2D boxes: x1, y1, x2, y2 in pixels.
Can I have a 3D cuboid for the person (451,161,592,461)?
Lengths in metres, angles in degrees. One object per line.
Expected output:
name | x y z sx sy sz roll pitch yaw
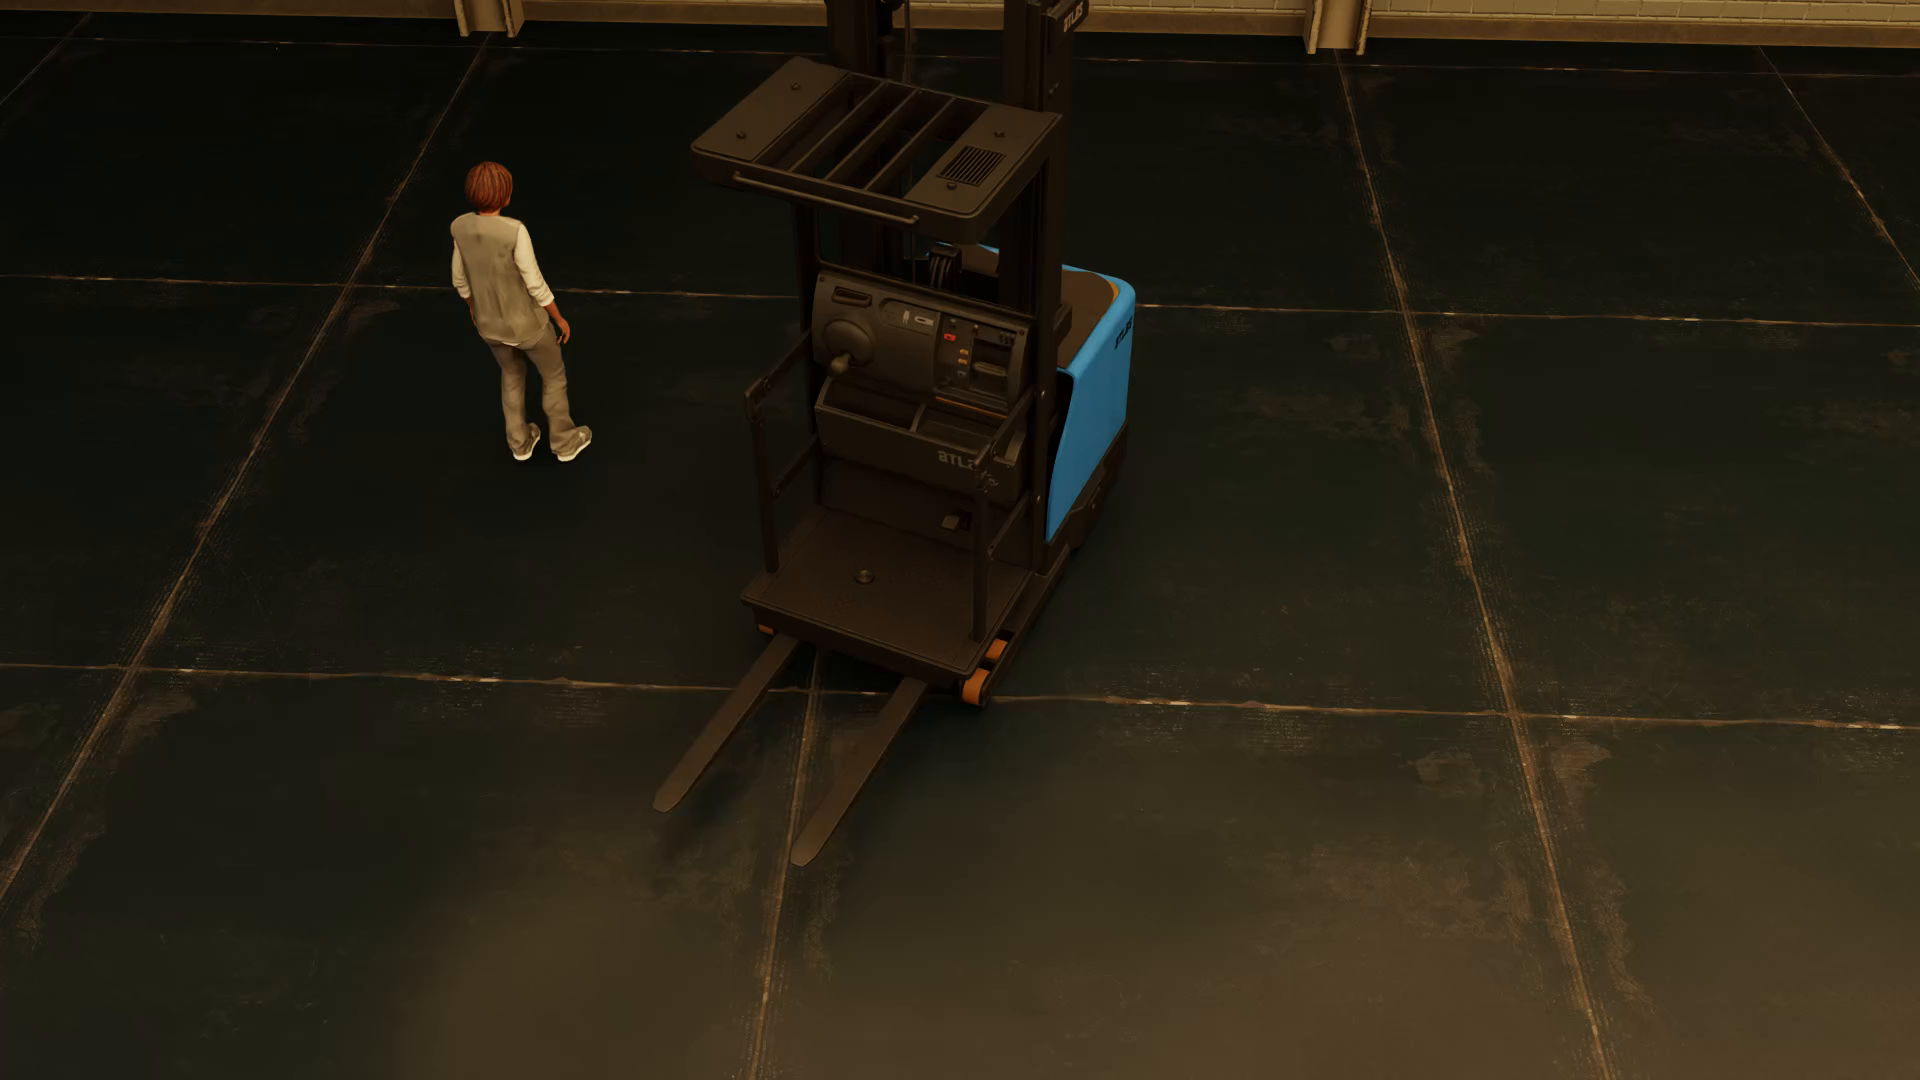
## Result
person | -2.099 -1.048 7.887 0.523 1.589 0.371 11 44 12

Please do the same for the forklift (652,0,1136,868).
forklift | -0.257 -0.709 6.519 1.130 2.935 3.031 17 45 18
